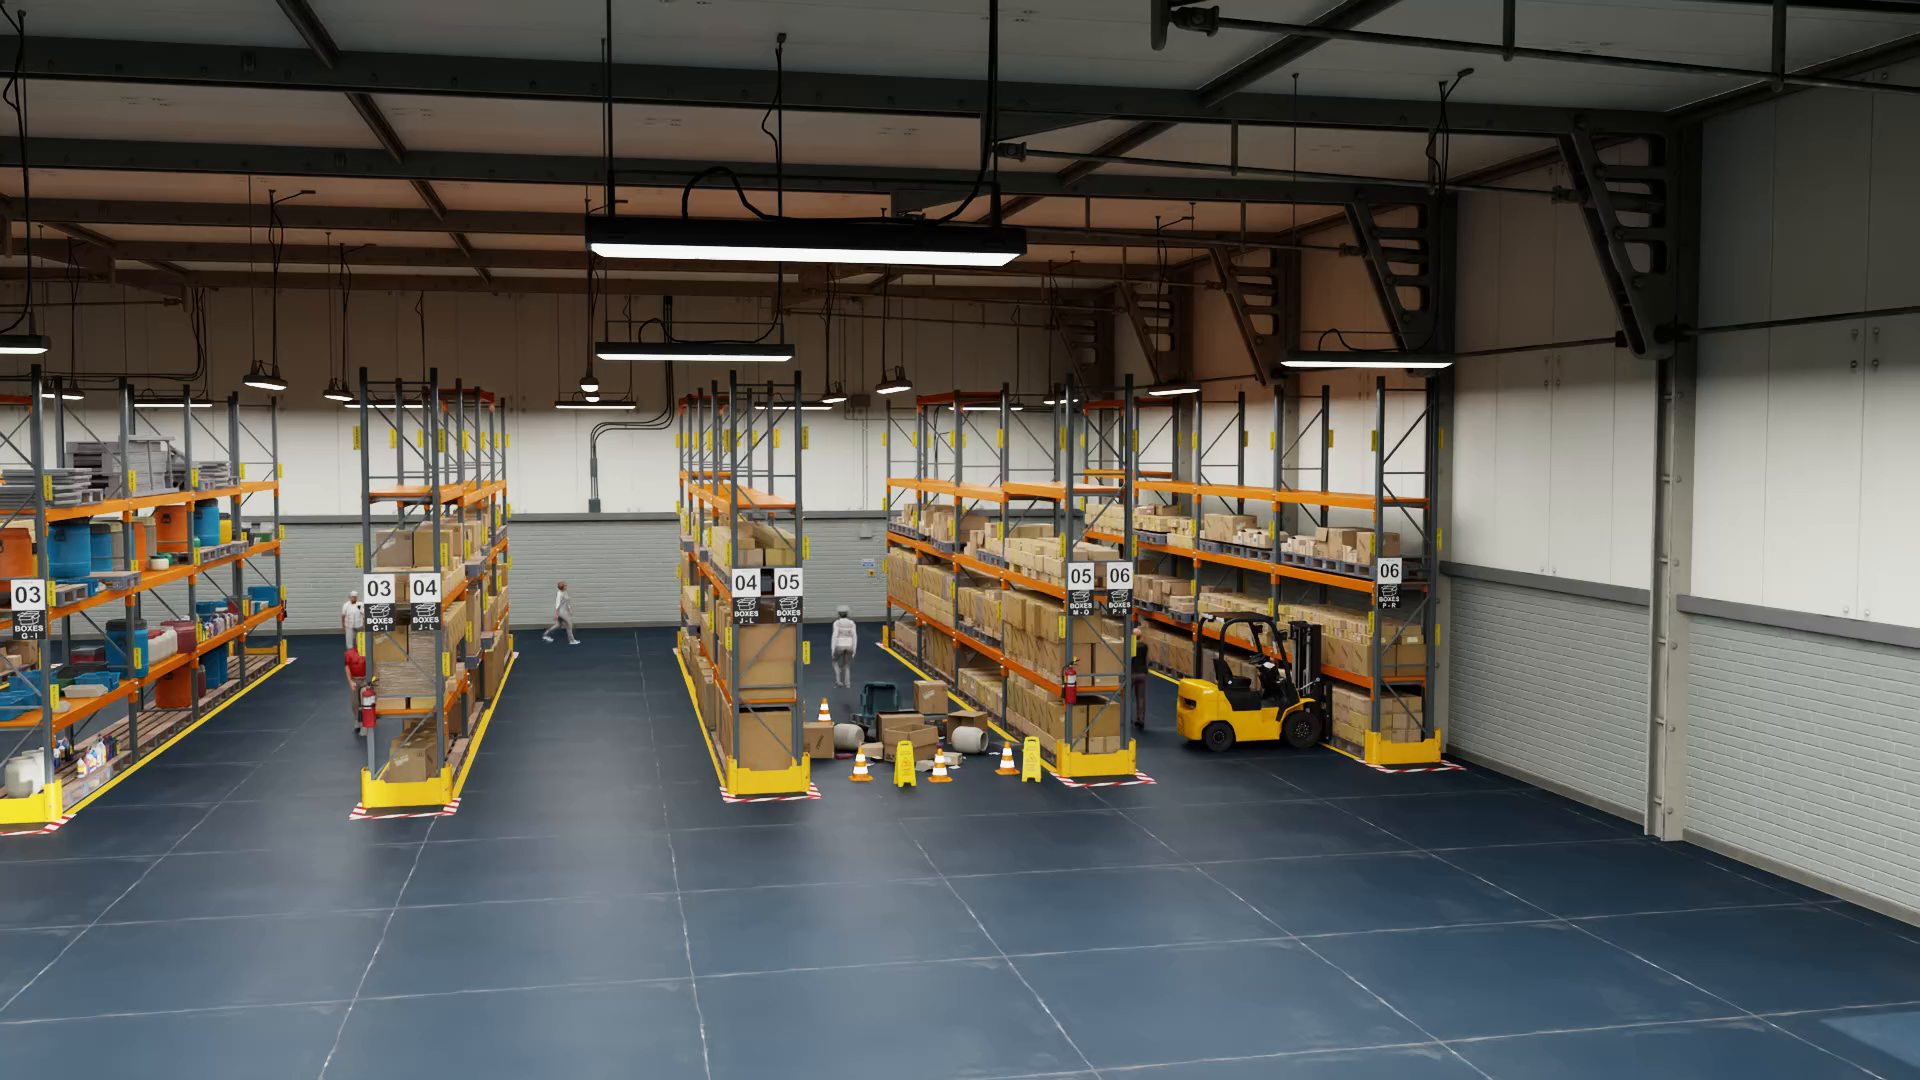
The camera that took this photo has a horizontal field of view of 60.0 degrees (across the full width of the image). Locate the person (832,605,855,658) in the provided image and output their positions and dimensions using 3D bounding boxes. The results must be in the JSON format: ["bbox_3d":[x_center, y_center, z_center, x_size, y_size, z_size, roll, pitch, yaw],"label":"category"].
[{"bbox_3d":[-2.236,1.753,31.878,0.497,1.015,0.357,-1,4,-18],"label":"person"}]

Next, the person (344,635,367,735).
[{"bbox_3d":[-10.304,2.454,28.583,0.521,1.679,0.969,-1,4,-19],"label":"person"}]

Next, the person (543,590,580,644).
[{"bbox_3d":[-9.788,1.894,40.849,0.930,1.328,0.409,0,3,-4],"label":"person"}]

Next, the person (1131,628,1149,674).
[{"bbox_3d":[3.088,2.060,29.149,0.547,1.020,0.390,-1,4,-16],"label":"person"}]

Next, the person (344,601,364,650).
[{"bbox_3d":[-13.675,2.040,37.587,0.452,1.333,0.856,-1,4,-15],"label":"person"}]
